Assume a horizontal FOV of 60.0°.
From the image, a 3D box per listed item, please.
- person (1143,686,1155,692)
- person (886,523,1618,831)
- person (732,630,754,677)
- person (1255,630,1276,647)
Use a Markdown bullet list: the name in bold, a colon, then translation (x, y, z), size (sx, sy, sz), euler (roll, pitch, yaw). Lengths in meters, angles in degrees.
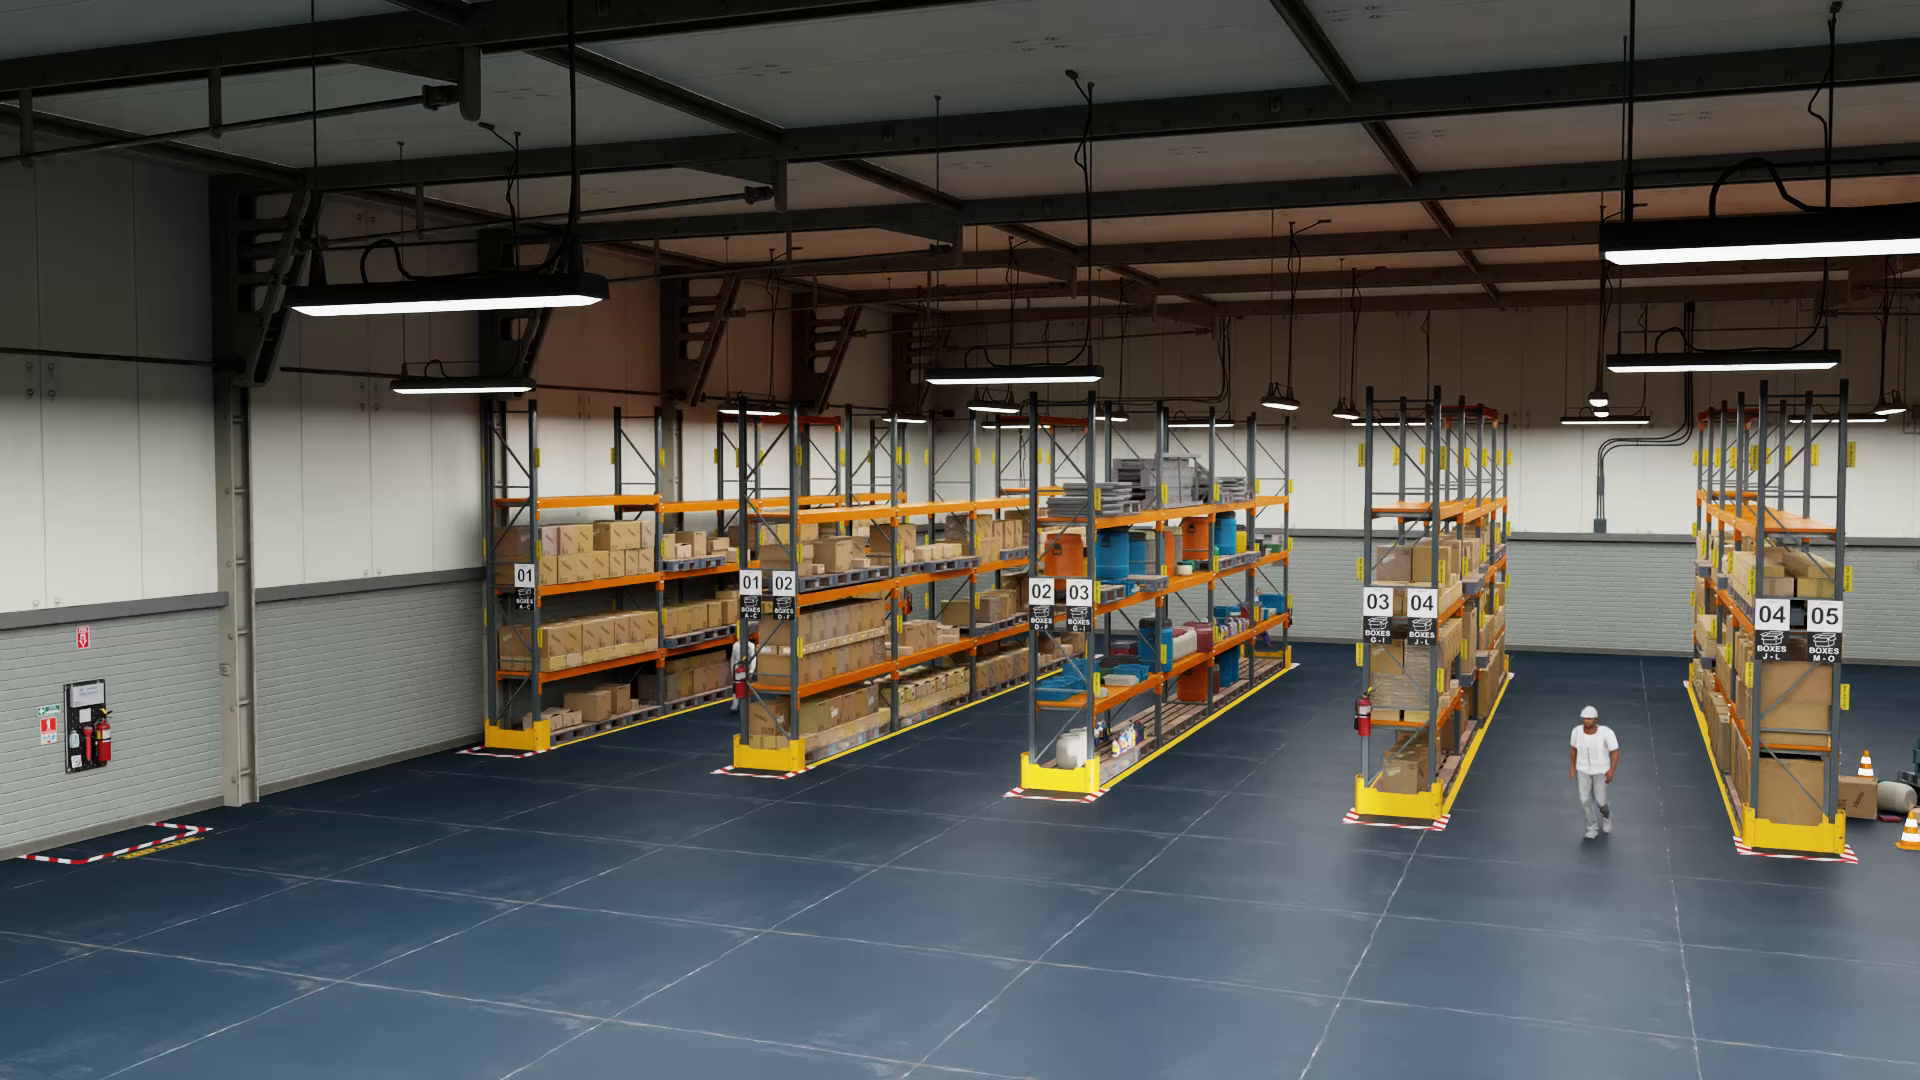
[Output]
- **person**: translation (4.149, 2.433, 35.571), size (0.519, 1.680, 0.373), euler (0, 3, -8)
- **person**: translation (3.606, 1.774, 26.781), size (14.103, 3.693, 2.599), euler (2, 4, 37)
- **person**: translation (9.748, 2.127, 34.970), size (28.842, 1.000, 1.044), euler (0, 3, -8)
- **person**: translation (7.987, 2.365, 44.163), size (0.431, 0.921, 1.068), euler (-3, 4, -44)
